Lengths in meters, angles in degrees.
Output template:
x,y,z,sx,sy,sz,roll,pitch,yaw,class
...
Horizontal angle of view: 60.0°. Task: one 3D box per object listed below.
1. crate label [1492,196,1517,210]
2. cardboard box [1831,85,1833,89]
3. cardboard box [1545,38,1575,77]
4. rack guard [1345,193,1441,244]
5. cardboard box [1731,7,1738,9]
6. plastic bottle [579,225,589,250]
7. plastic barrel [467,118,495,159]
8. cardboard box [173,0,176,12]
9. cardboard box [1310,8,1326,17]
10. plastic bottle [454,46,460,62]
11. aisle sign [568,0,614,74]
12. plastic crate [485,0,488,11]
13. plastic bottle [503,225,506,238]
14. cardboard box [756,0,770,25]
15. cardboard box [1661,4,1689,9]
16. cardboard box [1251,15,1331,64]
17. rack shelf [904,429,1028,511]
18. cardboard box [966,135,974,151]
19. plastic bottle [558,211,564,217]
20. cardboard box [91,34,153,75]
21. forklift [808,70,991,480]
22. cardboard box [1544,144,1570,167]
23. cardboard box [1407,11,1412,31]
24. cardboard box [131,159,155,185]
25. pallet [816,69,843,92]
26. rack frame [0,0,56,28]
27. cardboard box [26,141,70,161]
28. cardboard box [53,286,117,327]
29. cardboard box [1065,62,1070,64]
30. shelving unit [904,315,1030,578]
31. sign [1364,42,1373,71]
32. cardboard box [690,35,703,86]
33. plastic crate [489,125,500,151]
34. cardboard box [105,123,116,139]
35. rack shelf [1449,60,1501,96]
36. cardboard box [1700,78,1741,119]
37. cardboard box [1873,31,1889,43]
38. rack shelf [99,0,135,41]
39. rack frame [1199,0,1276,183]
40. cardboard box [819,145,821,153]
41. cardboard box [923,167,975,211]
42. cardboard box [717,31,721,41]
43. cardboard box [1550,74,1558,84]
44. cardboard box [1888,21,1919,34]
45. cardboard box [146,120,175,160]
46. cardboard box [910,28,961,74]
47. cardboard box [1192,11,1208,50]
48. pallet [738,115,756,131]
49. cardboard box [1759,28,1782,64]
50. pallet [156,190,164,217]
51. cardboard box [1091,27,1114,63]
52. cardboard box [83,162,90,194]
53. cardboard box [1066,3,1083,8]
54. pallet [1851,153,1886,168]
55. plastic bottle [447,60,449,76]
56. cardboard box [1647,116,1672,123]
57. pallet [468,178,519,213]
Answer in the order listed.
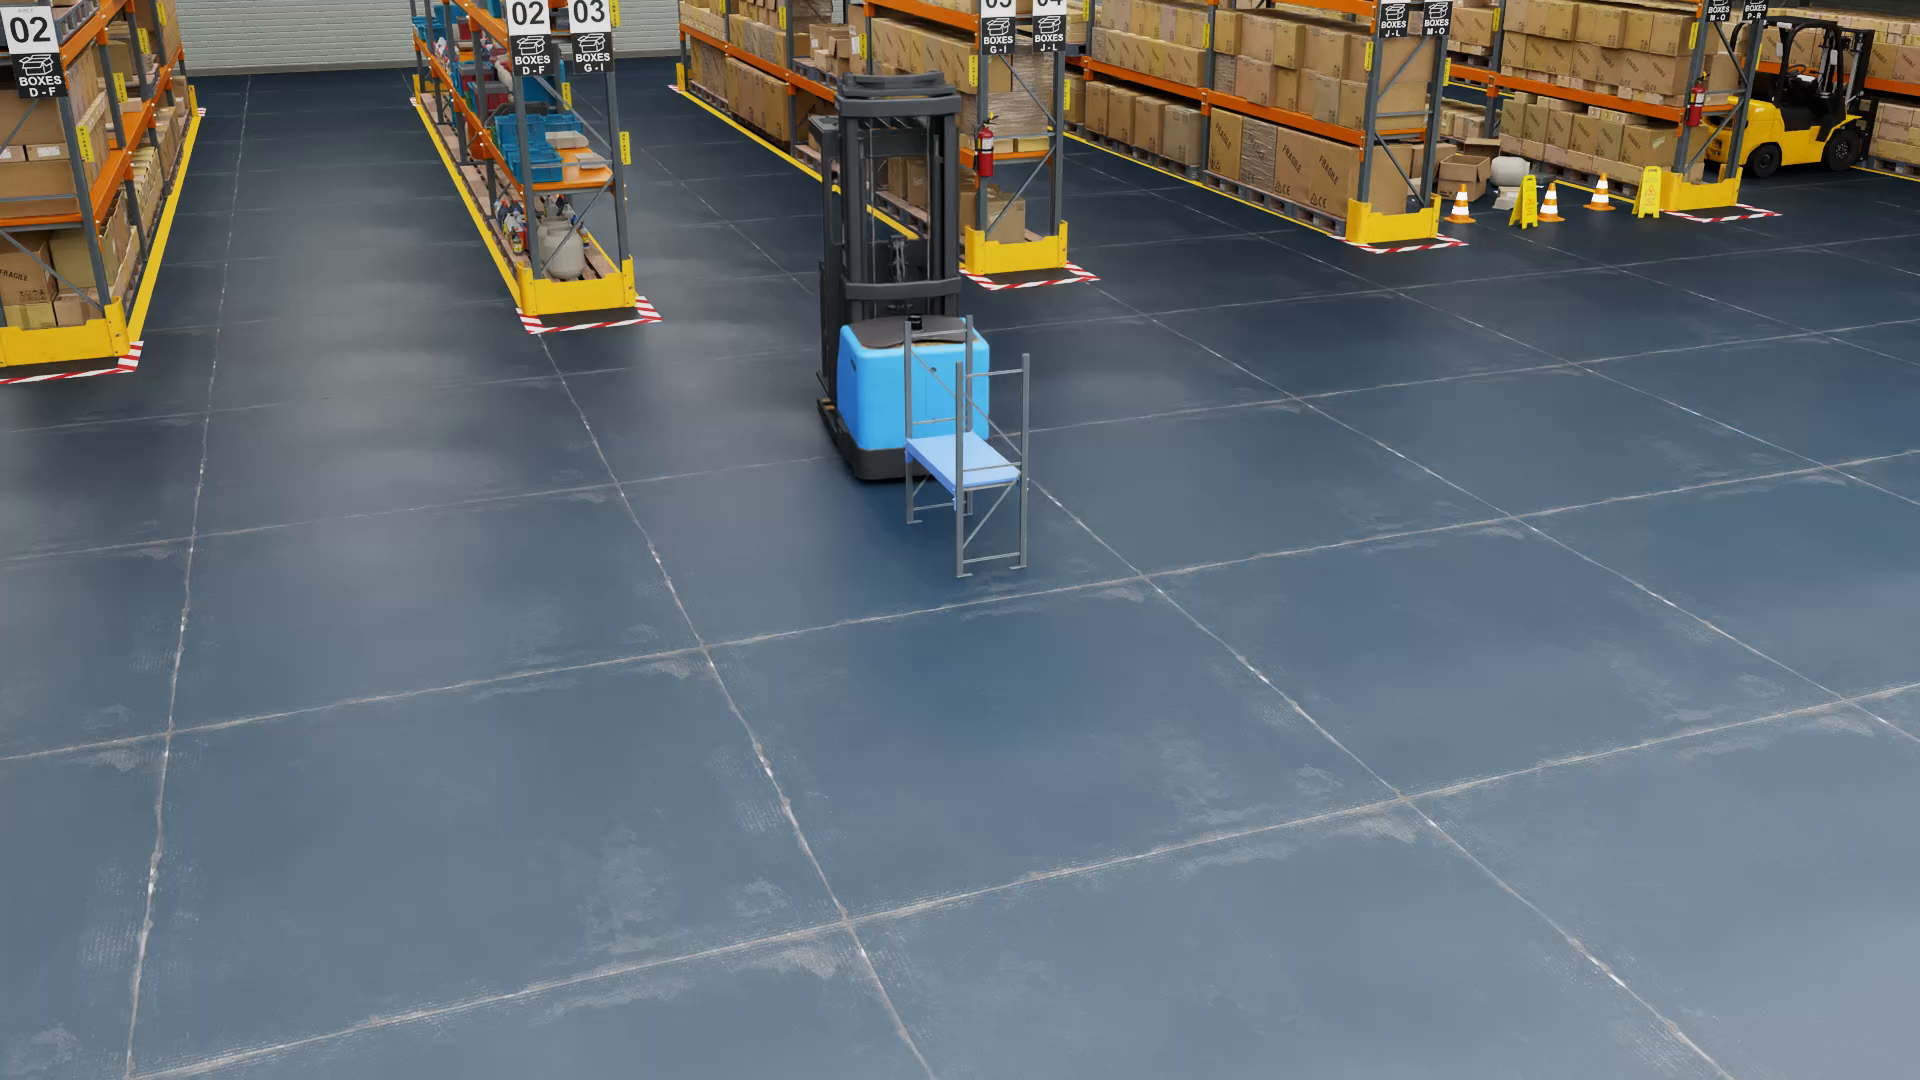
x,y,z,sx,sy,sz,roll,pitch,yaw,class
7.331,-4.525,22.309,0.298,0.136,0.250,18,29,36,crate label
13.721,-7.052,26.331,0.500,0.250,0.500,-9,24,-20,cardboard box
8.790,-6.938,23.838,0.500,0.500,0.500,-9,24,-19,cardboard box
5.357,-3.987,20.565,1.175,0.500,0.348,-8,24,-19,rack guard
12.943,-8.880,27.994,0.380,0.149,0.250,-8,24,-19,cardboard box
-4.310,-3.471,19.069,0.097,0.271,0.097,0,23,0,plastic bottle
-6.976,-6.100,24.613,0.600,0.830,0.708,-8,24,-19,plastic barrel
-13.834,-9.342,28.637,0.500,0.500,0.500,-9,24,-19,cardboard box
6.525,-9.258,29.403,0.500,0.250,0.500,-9,24,-20,cardboard box
-7.923,-7.591,26.058,0.152,0.276,0.135,-8,24,-19,plastic bottle
-3.661,-5.036,16.489,0.394,0.787,0.004,-8,24,-19,aisle sign
-5.071,-5.951,18.418,0.336,0.188,0.450,-8,24,-19,plastic crate
-5.332,-3.666,19.621,0.097,0.201,0.097,0,23,0,plastic bottle
-2.867,-8.666,27.029,0.797,0.503,0.637,-8,24,-17,cardboard box
12.245,-9.092,28.496,0.380,0.149,0.250,-8,24,-19,cardboard box
4.399,-6.630,22.034,0.875,0.550,0.550,-8,24,-19,cardboard box
0.030,-0.494,11.455,0.538,0.185,1.000,-8,24,-19,rack shelf
0.291,-4.554,19.016,0.380,0.149,0.250,-8,24,-19,cardboard box
-4.740,-3.772,19.769,0.061,0.283,0.133,-8,24,-19,plastic bottle
-11.894,-6.864,23.504,0.700,0.500,0.500,-4,23,-9,cardboard box
-0.601,-2.352,13.556,1.130,2.935,3.031,-5,23,-12,forklift
8.876,-5.607,24.190,0.500,0.250,0.500,-9,24,-20,cardboard box
7.445,-8.571,27.171,0.500,0.500,0.500,-8,24,-18,cardboard box
-10.641,-4.709,21.338,0.500,0.311,0.500,-9,24,-19,cardboard box
-1.416,-6.608,23.813,1.003,0.211,1.213,-8,24,-19,pallet
-8.596,-5.910,14.186,1.000,3.000,0.127,-8,24,-19,rack frame
-8.533,-3.663,15.614,0.380,0.149,0.250,-9,24,-19,cardboard box
-8.577,-2.297,16.338,0.500,0.250,0.500,-8,24,-19,cardboard box
1.978,-8.280,29.245,0.500,0.250,0.500,-9,25,-21,cardboard box
0.030,-0.660,11.385,0.538,1.500,1.048,-8,24,-19,shelving unit
4.836,-5.721,19.665,0.100,0.325,0.005,-8,24,-19,sign
-4.678,-9.310,32.171,0.875,0.875,0.875,-8,24,-19,cardboard box
-5.158,-4.648,19.188,0.450,0.188,0.662,-8,24,-19,plastic crate
-10.131,-4.833,19.679,0.380,0.149,0.250,-8,24,-19,cardboard box
7.824,-7.712,27.111,1.077,0.370,4.000,-8,24,-19,rack shelf
12.712,-7.569,28.363,0.875,0.625,0.625,-9,24,-20,cardboard box
13.726,-7.441,24.578,0.380,0.149,0.250,-8,24,-19,cardboard box
-10.716,-6.376,20.081,1.077,0.370,4.000,-8,24,-19,rack shelf
3.936,-6.601,23.548,1.000,3.000,0.127,-8,24,-19,rack frame
-1.690,-6.021,24.824,0.700,0.500,0.500,-10,25,-23,cardboard box
-0.134,-4.426,21.066,0.500,0.500,0.500,-11,25,-24,cardboard box
-4.072,-8.907,29.345,0.380,0.149,0.250,-8,24,-18,cardboard box
8.781,-6.678,24.056,0.380,0.149,0.250,-8,24,-19,cardboard box
13.814,-7.486,24.301,0.380,0.149,0.250,-8,24,-18,cardboard box
-11.867,-5.869,24.465,0.500,0.500,0.500,-9,25,-21,cardboard box
-0.278,-5.859,19.990,0.500,0.500,0.500,-8,24,-19,cardboard box
3.755,-7.287,23.761,0.700,0.500,0.500,-9,24,-20,cardboard box
-3.223,-7.309,28.819,1.003,0.211,1.213,-8,24,-19,pallet
13.086,-7.848,26.379,0.500,0.500,0.500,-9,24,-20,cardboard box
-11.168,-4.463,22.067,1.003,0.211,1.213,-8,24,-19,pallet
2.429,-7.900,26.502,0.500,0.500,0.500,-8,24,-18,cardboard box
-8.939,-3.553,16.189,0.700,0.500,0.500,-8,24,-18,cardboard box
1.990,-9.169,28.659,0.380,0.149,0.250,-9,24,-20,cardboard box
13.850,-5.975,25.655,1.003,0.211,1.213,-8,24,-19,pallet
-7.572,-7.030,24.732,0.097,0.271,0.097,0,23,0,plastic bottle
9.720,-5.664,23.361,0.500,0.500,0.500,-9,25,-21,cardboard box
-6.122,-4.716,22.668,1.003,0.211,1.213,-8,24,-19,pallet
